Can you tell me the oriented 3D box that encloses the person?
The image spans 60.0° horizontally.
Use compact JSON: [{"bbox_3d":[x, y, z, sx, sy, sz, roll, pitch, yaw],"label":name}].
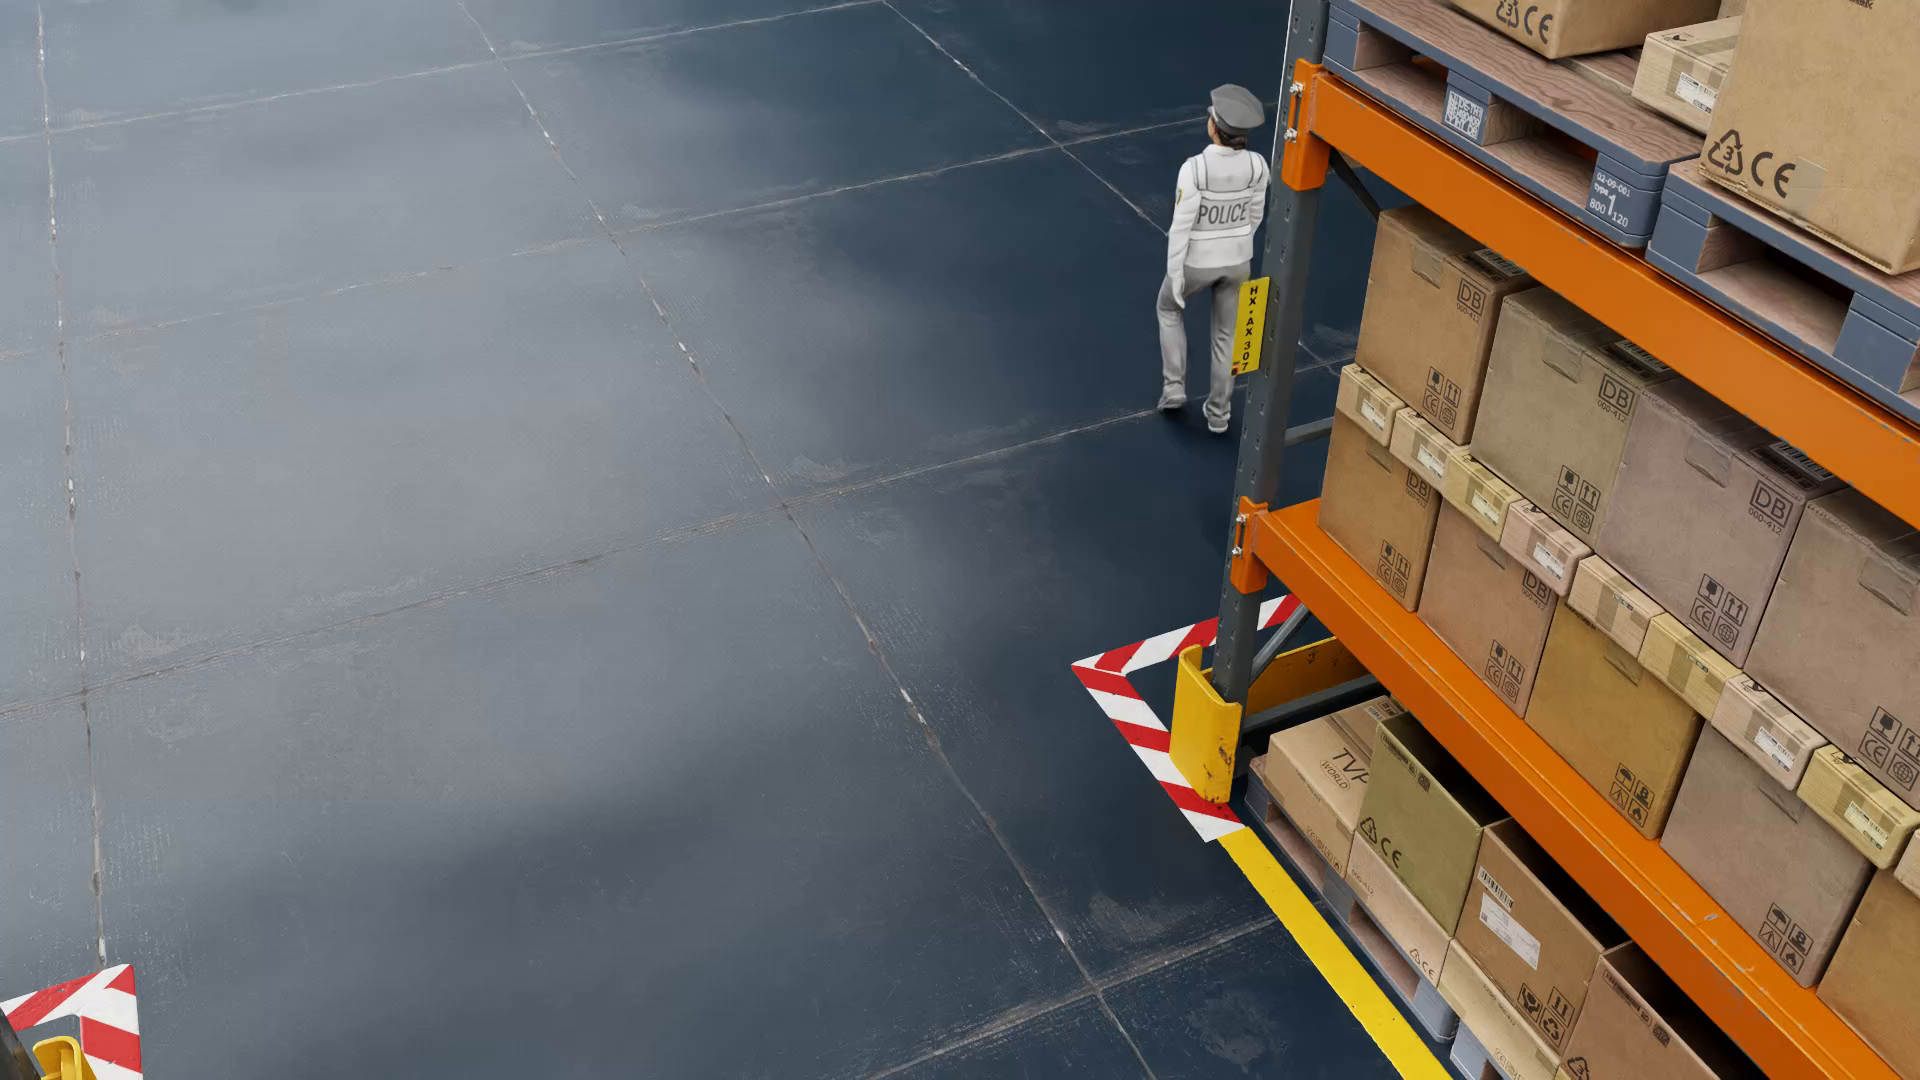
[{"bbox_3d":[1.173,-1.290,7.807,0.487,1.731,0.478,-5,38,-7],"label":"person"}]
